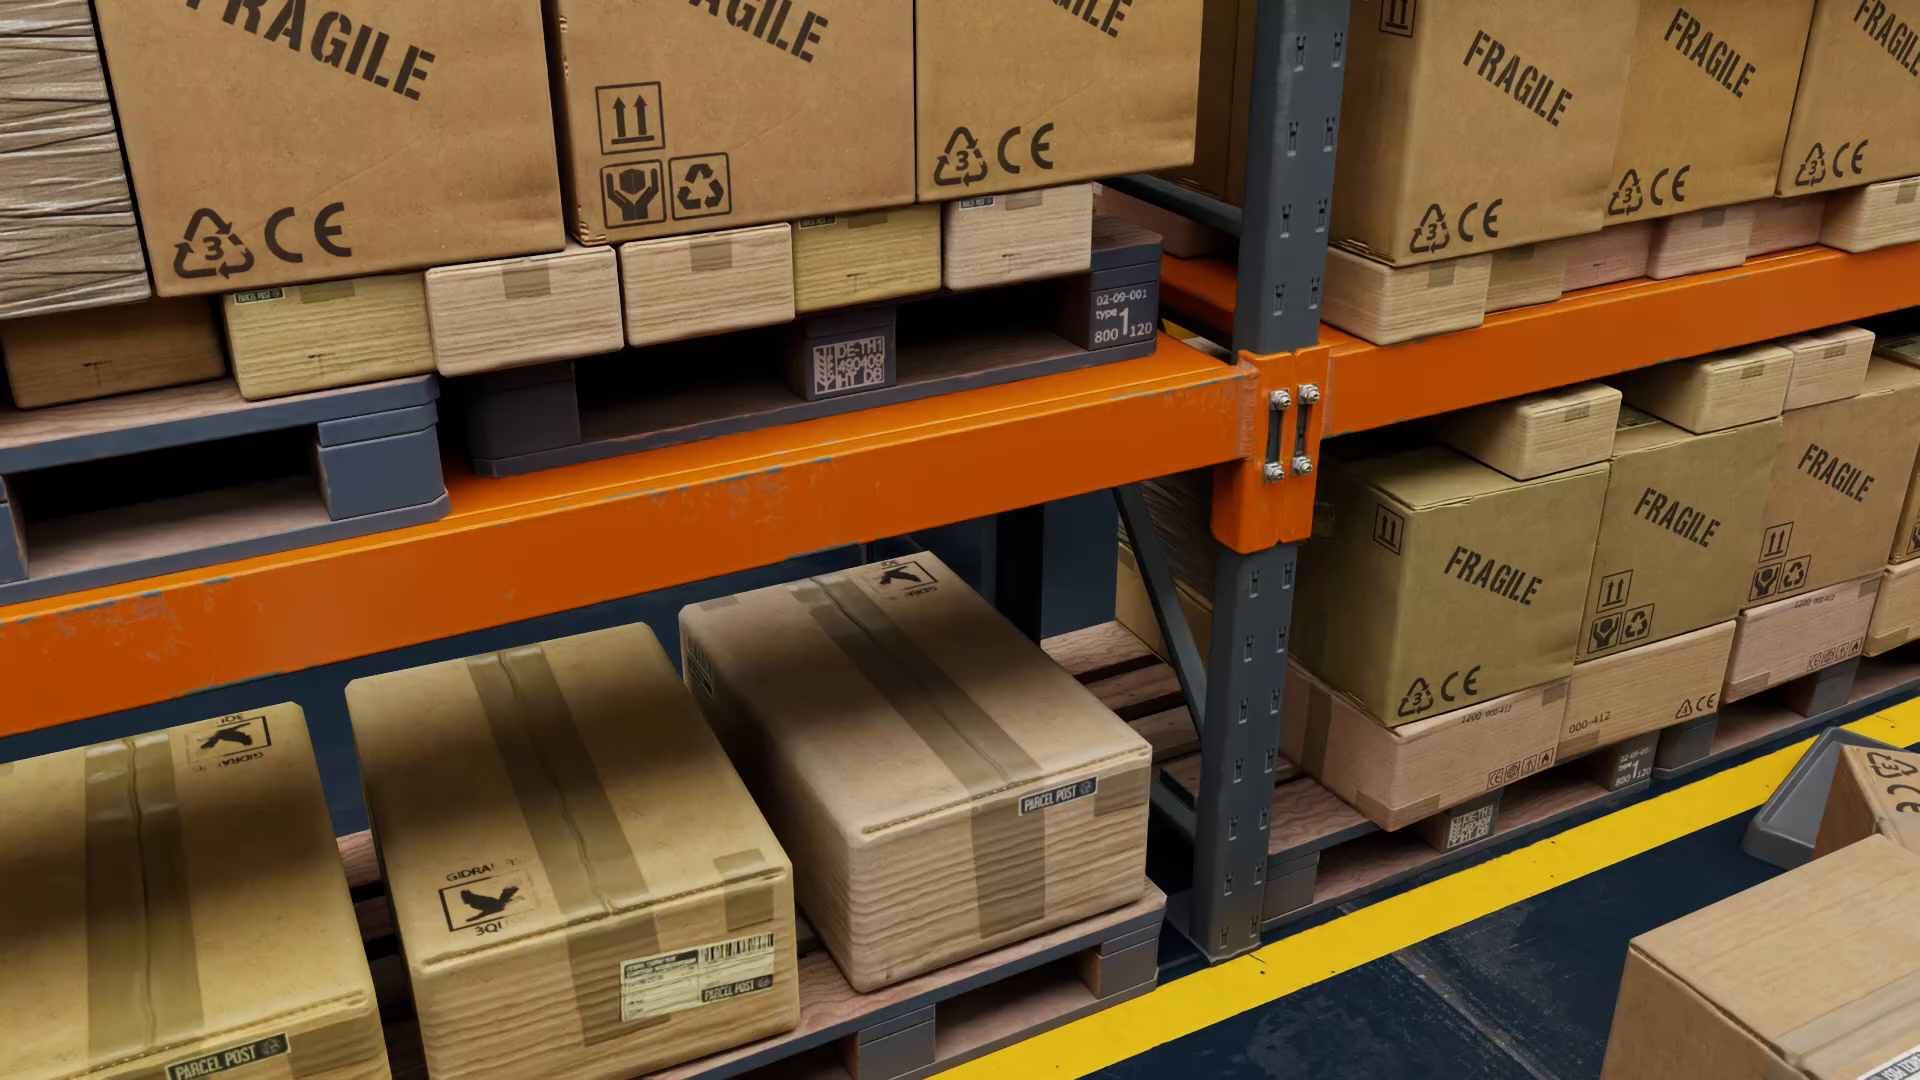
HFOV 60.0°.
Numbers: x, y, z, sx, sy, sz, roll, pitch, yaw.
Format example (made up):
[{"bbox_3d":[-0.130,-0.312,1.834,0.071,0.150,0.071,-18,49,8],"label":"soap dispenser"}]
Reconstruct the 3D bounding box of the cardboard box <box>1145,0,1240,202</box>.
[{"bbox_3d":[0.612,-1.041,3.493,0.500,0.500,0.500,-14,29,-26],"label":"cardboard box"}]

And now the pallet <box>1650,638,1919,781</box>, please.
[{"bbox_3d":[1.991,0.180,4.630,1.213,0.211,1.003,-13,29,-25],"label":"pallet"}]

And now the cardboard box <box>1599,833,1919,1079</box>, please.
[{"bbox_3d":[1.201,0.783,2.167,0.500,0.500,0.500,-13,29,-25],"label":"cardboard box"}]

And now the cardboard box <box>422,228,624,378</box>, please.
[{"bbox_3d":[-0.662,-0.376,2.372,0.250,0.149,0.380,-13,28,-25],"label":"cardboard box"}]

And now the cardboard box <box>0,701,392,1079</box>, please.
[{"bbox_3d":[-1.370,0.717,2.842,0.625,0.372,0.950,-12,28,-23],"label":"cardboard box"}]

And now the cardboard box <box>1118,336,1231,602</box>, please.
[{"bbox_3d":[0.733,-0.187,3.999,0.500,0.500,0.500,-13,29,-26],"label":"cardboard box"}]

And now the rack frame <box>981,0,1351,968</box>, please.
[{"bbox_3d":[0.337,-0.676,3.193,0.127,3.000,1.000,-13,29,-25],"label":"rack frame"}]

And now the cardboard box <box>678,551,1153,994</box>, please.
[{"bbox_3d":[-0.124,0.427,3.446,0.625,0.372,0.950,-13,28,-24],"label":"cardboard box"}]

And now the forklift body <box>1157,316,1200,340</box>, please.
[{"bbox_3d":[0.713,-1.920,6.764,1.214,2.155,2.313,-13,29,-25],"label":"forklift body"}]

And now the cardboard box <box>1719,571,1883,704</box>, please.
[{"bbox_3d":[1.917,0.135,4.195,0.500,0.250,0.500,-13,29,-26],"label":"cardboard box"}]

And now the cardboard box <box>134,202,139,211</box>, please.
[{"bbox_3d":[-1.203,-0.540,2.714,0.250,0.149,0.380,-13,28,-25],"label":"cardboard box"}]

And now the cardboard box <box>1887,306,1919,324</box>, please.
[{"bbox_3d":[2.534,-0.605,4.120,0.250,0.149,0.380,-12,28,-23],"label":"cardboard box"}]

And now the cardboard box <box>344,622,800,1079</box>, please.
[{"bbox_3d":[-0.757,0.575,3.138,0.625,0.372,0.950,-11,28,-22],"label":"cardboard box"}]

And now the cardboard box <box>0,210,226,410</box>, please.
[{"bbox_3d":[-1.175,-0.325,2.267,0.250,0.149,0.380,-14,29,-27],"label":"cardboard box"}]

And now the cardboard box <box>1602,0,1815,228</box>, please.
[{"bbox_3d":[1.289,-0.950,3.303,0.500,0.500,0.500,-13,29,-25],"label":"cardboard box"}]

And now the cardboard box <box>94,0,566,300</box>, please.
[{"bbox_3d":[-0.858,-0.659,2.212,0.500,0.500,0.500,-12,28,-23],"label":"cardboard box"}]

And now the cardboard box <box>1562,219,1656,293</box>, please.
[{"bbox_3d":[1.185,-0.642,3.411,0.250,0.149,0.380,-13,29,-25],"label":"cardboard box"}]

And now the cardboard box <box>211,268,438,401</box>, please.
[{"bbox_3d":[-0.894,-0.340,2.297,0.250,0.149,0.380,-13,29,-25],"label":"cardboard box"}]

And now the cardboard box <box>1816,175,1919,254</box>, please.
[{"bbox_3d":[1.899,-0.762,3.661,0.250,0.149,0.380,-13,28,-25],"label":"cardboard box"}]

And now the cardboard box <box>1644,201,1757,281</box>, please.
[{"bbox_3d":[1.419,-0.679,3.488,0.250,0.149,0.380,-12,28,-24],"label":"cardboard box"}]

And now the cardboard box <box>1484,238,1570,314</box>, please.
[{"bbox_3d":[0.965,-0.576,3.274,0.250,0.149,0.380,-12,28,-24],"label":"cardboard box"}]

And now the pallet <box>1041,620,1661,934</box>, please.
[{"bbox_3d":[0.913,0.431,4.109,1.213,0.211,1.003,-13,29,-25],"label":"pallet"}]

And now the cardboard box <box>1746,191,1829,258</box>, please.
[{"bbox_3d":[1.640,-0.745,3.626,0.250,0.149,0.380,-13,29,-25],"label":"cardboard box"}]

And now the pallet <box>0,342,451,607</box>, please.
[{"bbox_3d":[-1.465,-0.194,2.410,1.213,0.211,1.003,-13,29,-25],"label":"pallet"}]

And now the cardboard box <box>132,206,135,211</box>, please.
[{"bbox_3d":[-3.145,-1.424,7.009,0.625,0.625,0.875,-13,29,-26],"label":"cardboard box"}]

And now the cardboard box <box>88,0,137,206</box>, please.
[{"bbox_3d":[-1.544,-0.752,2.407,0.500,0.500,0.500,-14,29,-27],"label":"cardboard box"}]

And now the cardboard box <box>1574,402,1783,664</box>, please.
[{"bbox_3d":[1.452,-0.095,3.807,0.500,0.500,0.500,-12,28,-23],"label":"cardboard box"}]

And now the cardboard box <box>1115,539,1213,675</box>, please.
[{"bbox_3d":[0.732,0.151,4.162,0.500,0.250,0.500,-12,28,-23],"label":"cardboard box"}]

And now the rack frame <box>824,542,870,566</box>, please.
[{"bbox_3d":[-0.361,-0.863,4.622,0.015,2.100,0.400,-13,29,-25],"label":"rack frame"}]

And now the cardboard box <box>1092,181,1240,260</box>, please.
[{"bbox_3d":[0.477,-0.745,3.626,0.250,0.149,0.380,-13,29,-26],"label":"cardboard box"}]

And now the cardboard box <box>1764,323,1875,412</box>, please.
[{"bbox_3d":[1.812,-0.437,3.771,0.250,0.149,0.380,-11,28,-22],"label":"cardboard box"}]

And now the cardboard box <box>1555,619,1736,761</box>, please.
[{"bbox_3d":[1.451,0.244,3.968,0.500,0.250,0.500,-11,28,-22],"label":"cardboard box"}]

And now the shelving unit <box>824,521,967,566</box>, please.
[{"bbox_3d":[-0.146,-0.913,4.725,0.503,2.100,0.431,-13,29,-25],"label":"shelving unit"}]

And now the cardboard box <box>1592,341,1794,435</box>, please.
[{"bbox_3d":[1.576,-0.381,3.655,0.250,0.149,0.380,-12,28,-23],"label":"cardboard box"}]

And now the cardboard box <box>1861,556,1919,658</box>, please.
[{"bbox_3d":[2.360,0.038,4.397,0.500,0.250,0.500,-14,29,-27],"label":"cardboard box"}]

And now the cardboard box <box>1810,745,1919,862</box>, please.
[{"bbox_3d":[1.923,0.751,3.105,0.500,0.500,0.500,5,26,11],"label":"cardboard box"}]

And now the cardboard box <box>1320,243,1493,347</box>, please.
[{"bbox_3d":[0.766,-0.505,3.126,0.250,0.149,0.380,-13,29,-25],"label":"cardboard box"}]

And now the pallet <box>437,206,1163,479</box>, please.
[{"bbox_3d":[-0.406,-0.490,3.026,1.213,0.211,1.003,-13,29,-25],"label":"pallet"}]

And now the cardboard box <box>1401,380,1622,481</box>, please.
[{"bbox_3d":[1.123,-0.276,3.435,0.250,0.149,0.380,-13,28,-24],"label":"cardboard box"}]

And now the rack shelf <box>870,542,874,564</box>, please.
[{"bbox_3d":[-0.146,-0.270,5.034,0.480,0.518,0.431,-13,29,-25],"label":"rack shelf"}]

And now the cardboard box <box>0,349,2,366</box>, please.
[{"bbox_3d":[-1.369,-0.243,2.096,0.250,0.149,0.380,-12,28,-23],"label":"cardboard box"}]

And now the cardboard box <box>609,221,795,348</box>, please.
[{"bbox_3d":[-0.439,-0.429,2.483,0.250,0.149,0.380,-14,29,-26],"label":"cardboard box"}]

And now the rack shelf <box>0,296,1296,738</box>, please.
[{"bbox_3d":[-1.428,0.055,2.500,4.000,0.370,1.077,-13,29,-25],"label":"rack shelf"}]

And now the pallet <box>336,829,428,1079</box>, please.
[{"bbox_3d":[-1.427,0.990,2.944,1.213,0.211,1.003,-13,29,-25],"label":"pallet"}]

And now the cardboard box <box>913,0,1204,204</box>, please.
[{"bbox_3d":[0.038,-0.863,2.637,0.500,0.500,0.500,-14,29,-26],"label":"cardboard box"}]

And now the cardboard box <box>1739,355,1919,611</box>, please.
[{"bbox_3d":[1.910,-0.200,4.025,0.500,0.500,0.500,-11,28,-22],"label":"cardboard box"}]

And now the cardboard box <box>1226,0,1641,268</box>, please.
[{"bbox_3d":[0.857,-0.839,3.072,0.500,0.500,0.500,-13,29,-25],"label":"cardboard box"}]

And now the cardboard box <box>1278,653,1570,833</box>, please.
[{"bbox_3d":[0.985,0.357,3.733,0.500,0.250,0.500,-14,29,-27],"label":"cardboard box"}]

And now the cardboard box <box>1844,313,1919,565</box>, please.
[{"bbox_3d":[2.375,-0.308,4.252,0.500,0.500,0.500,-14,29,-26],"label":"cardboard box"}]

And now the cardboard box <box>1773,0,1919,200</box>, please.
[{"bbox_3d":[1.738,-1.047,3.506,0.500,0.500,0.500,-13,29,-26],"label":"cardboard box"}]

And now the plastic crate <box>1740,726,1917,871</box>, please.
[{"bbox_3d":[2.108,0.633,3.838,0.402,0.080,0.583,21,33,37],"label":"plastic crate"}]

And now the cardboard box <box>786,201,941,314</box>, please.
[{"bbox_3d":[-0.228,-0.495,2.621,0.250,0.149,0.380,-14,29,-27],"label":"cardboard box"}]

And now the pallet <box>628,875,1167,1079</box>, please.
[{"bbox_3d":[-0.349,0.740,3.465,1.213,0.211,1.003,-13,29,-25],"label":"pallet"}]

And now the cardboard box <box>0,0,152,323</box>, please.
[{"bbox_3d":[-1.319,-0.552,1.989,0.500,0.500,0.500,-14,29,-27],"label":"cardboard box"}]

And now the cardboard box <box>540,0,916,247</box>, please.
[{"bbox_3d":[-0.399,-0.761,2.426,0.500,0.500,0.500,-13,28,-25],"label":"cardboard box"}]

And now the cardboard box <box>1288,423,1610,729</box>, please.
[{"bbox_3d":[0.985,0.019,3.570,0.500,0.500,0.500,-12,28,-23],"label":"cardboard box"}]

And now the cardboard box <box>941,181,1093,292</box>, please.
[{"bbox_3d":[0.013,-0.542,2.718,0.250,0.149,0.380,-13,28,-24],"label":"cardboard box"}]

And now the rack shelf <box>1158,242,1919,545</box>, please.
[{"bbox_3d":[2.102,-0.759,4.197,4.000,0.370,1.077,-13,29,-25],"label":"rack shelf"}]
